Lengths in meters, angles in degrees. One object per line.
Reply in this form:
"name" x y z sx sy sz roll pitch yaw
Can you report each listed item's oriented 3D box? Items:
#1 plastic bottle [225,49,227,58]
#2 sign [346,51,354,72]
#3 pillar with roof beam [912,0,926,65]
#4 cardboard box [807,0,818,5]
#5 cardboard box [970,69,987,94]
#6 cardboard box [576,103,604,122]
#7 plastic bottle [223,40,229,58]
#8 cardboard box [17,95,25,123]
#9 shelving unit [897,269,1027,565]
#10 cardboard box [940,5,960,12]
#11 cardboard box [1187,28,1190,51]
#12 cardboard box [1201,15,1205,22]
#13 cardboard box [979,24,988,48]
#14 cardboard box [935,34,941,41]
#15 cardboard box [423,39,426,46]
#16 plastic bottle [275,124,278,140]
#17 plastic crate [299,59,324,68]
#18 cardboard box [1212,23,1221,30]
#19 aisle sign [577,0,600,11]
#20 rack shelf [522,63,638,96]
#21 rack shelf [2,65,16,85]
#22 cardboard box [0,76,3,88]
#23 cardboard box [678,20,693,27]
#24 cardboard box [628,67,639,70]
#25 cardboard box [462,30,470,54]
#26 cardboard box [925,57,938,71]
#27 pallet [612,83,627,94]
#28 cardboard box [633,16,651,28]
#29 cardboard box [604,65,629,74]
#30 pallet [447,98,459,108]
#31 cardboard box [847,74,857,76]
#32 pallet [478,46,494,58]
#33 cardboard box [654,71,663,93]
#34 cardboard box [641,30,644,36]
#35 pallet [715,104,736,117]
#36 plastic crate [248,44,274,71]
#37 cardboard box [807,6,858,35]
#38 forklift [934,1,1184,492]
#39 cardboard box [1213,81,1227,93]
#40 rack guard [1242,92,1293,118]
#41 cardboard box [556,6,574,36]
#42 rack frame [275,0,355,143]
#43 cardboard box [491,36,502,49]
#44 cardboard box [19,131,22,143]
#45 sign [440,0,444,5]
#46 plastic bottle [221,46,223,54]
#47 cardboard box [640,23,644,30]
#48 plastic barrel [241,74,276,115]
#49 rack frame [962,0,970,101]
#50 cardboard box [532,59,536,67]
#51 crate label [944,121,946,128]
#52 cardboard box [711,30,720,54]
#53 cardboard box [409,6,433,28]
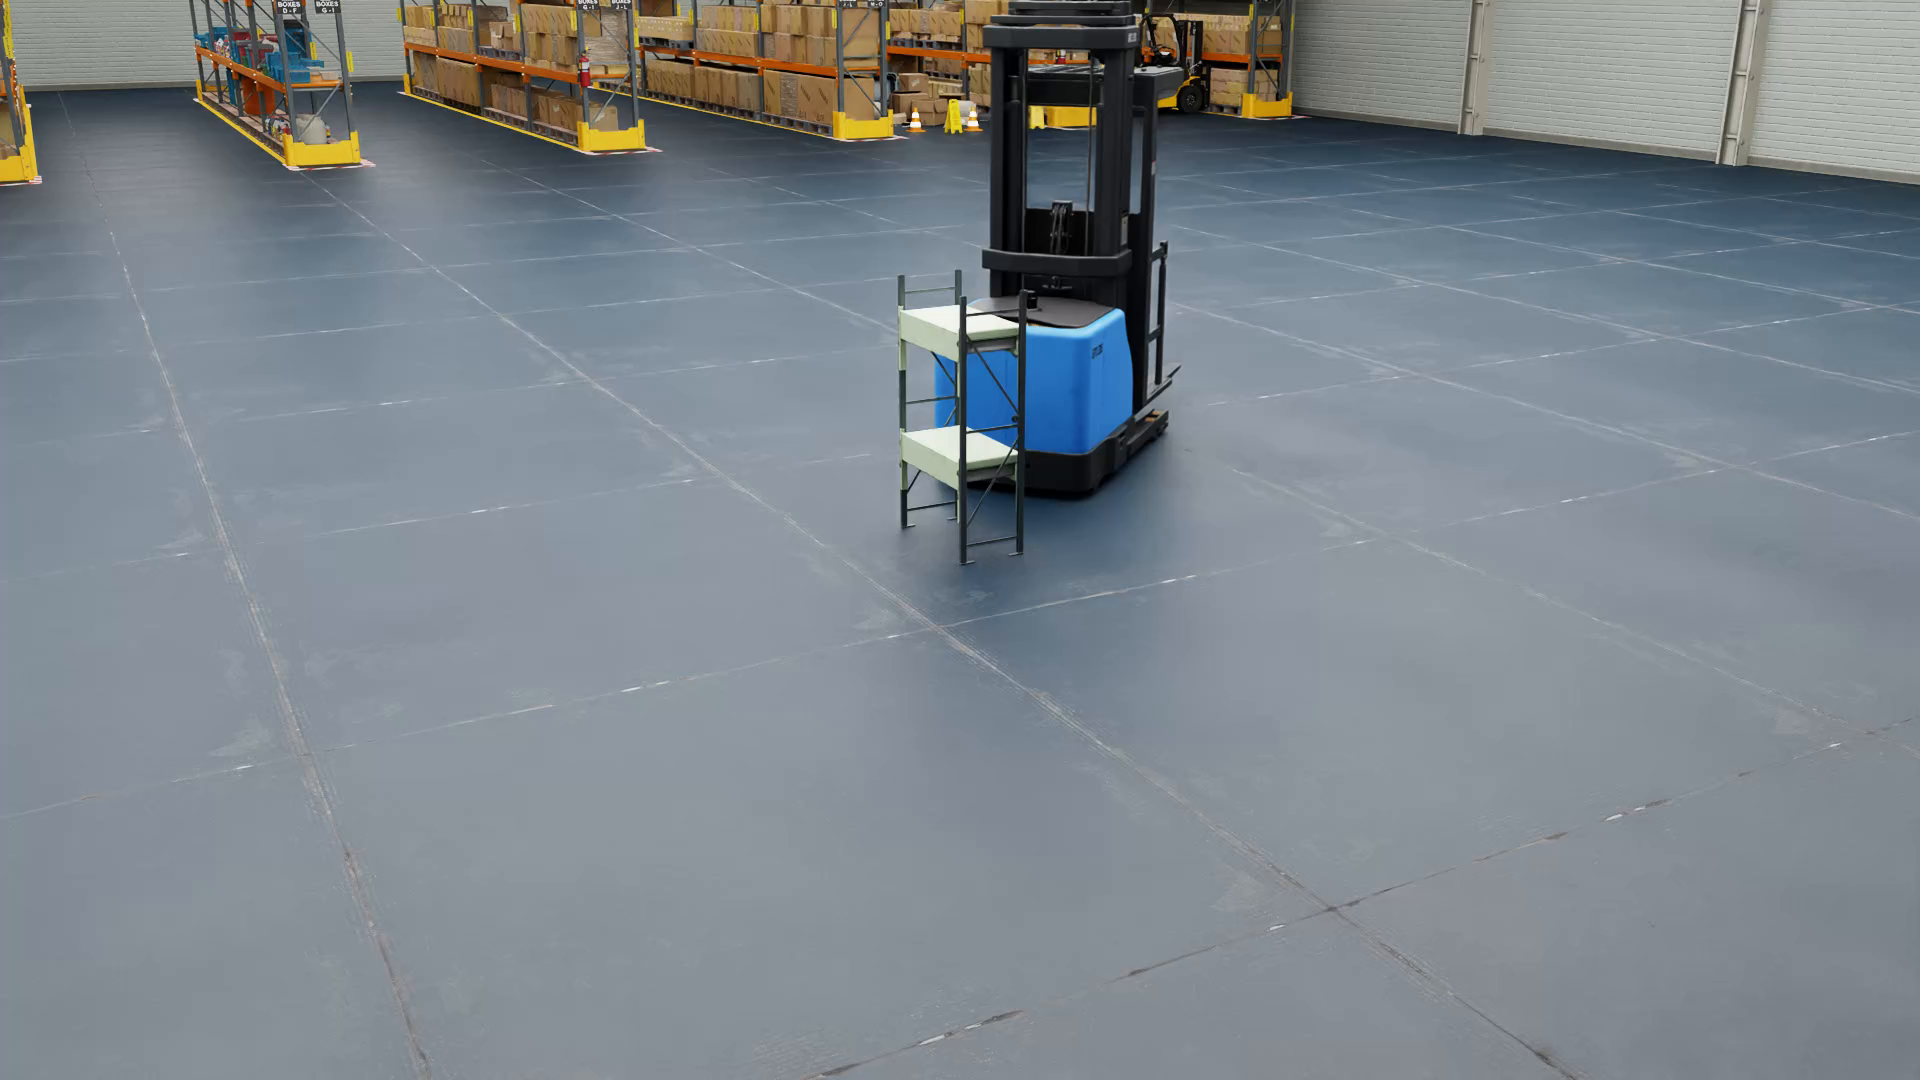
"plastic bottle" -15.497 -10.309 35.213 0.097 0.201 0.097 0 19 0
"sign" -10.173 -7.973 27.715 0.100 0.325 0.005 -10 21 -27
"pillar with roof beam" -5.086 -18.506 49.467 9.100 9.000 0.400 -10 21 -27
"cardboard box" -3.744 -14.118 44.261 0.500 0.500 0.500 -10 21 -27
"cardboard box" 0.564 -10.251 37.162 0.500 0.500 0.500 -9 21 -24
"cardboard box" -6.896 -7.891 31.088 0.500 0.500 0.500 -4 20 -12
"plastic bottle" -15.607 -10.462 35.427 0.144 0.351 0.185 -10 21 -27
"cardboard box" -18.784 -8.490 32.795 0.500 0.500 0.500 -9 21 -24
"shelving unit" 0.003 -0.707 9.381 0.431 1.500 0.755 -10 21 -27
"cardboard box" -0.235 -12.195 38.127 0.380 0.149 0.250 -11 22 -28
"cardboard box" 5.373 -11.566 38.398 0.500 0.500 0.500 -10 22 -27
"cardboard box" 5.699 -11.835 37.726 0.380 0.149 0.250 -10 21 -26
"cardboard box" 0.744 -11.087 36.553 0.500 0.500 0.500 -10 21 -27
"cardboard box" -0.353 -11.613 38.429 0.380 0.149 0.250 -10 21 -26
"cardboard box" -12.921 -12.184 40.727 0.380 0.149 0.250 -10 21 -26
"plastic bottle" -12.078 -7.255 29.558 0.152 0.276 0.135 -11 22 -28
"plastic crate" -11.794 -8.561 30.070 0.499 0.251 0.616 -10 21 -27
"cardboard box" 5.884 -11.535 37.315 0.380 0.149 0.250 -11 22 -28
"aisle sign" -6.535 -9.690 29.130 0.394 0.787 0.004 -10 21 -27
"rack shelf" -7.250 -8.760 31.521 1.077 0.370 4.000 -10 21 -27
"rack shelf" -17.869 -8.375 30.405 1.077 0.370 4.000 -10 21 -27
"cardboard box" -15.484 -7.325 26.109 0.700 0.500 0.500 -9 21 -25
"cardboard box" -6.322 -11.992 38.615 0.380 0.149 0.250 -11 22 -29
"cardboard box" -8.529 -12.191 43.178 0.380 0.149 0.250 -11 22 -29
"cardboard box" -10.783 -11.117 37.096 0.500 0.500 0.500 -10 22 -27
"cardboard box" -0.603 -14.252 49.518 0.797 0.503 0.637 -11 22 -29
"pallet" -8.519 -11.929 43.879 1.003 0.211 1.213 -10 21 -27
"cardboard box" -8.064 -12.993 42.076 0.500 0.500 0.500 -10 21 -27
"cardboard box" -6.226 -8.526 30.125 0.380 0.149 0.250 -10 21 -27
"pallet" -11.566 -10.442 39.570 1.003 0.211 1.213 -10 21 -27
"cardboard box" -2.476 -12.276 43.222 0.875 0.875 0.875 -9 21 -25
"pallet" -9.667 -10.543 35.882 1.213 0.211 1.003 -10 21 -27
"cardboard box" -7.215 -11.322 41.032 0.500 0.500 0.500 -9 21 -24
"cardboard box" -7.666 -12.526 41.076 0.380 0.149 0.250 -10 21 -26
"pallet" -4.803 -9.655 37.289 1.003 0.211 1.213 -10 21 -27
"plastic crate" -13.058 -9.028 31.099 0.402 0.464 0.583 -10 21 -27
"cardboard box" -2.518 -10.284 32.951 0.875 0.550 0.550 -10 21 -27
"forklift" 0.840 -2.124 11.293 1.130 2.935 3.031 7 20 20
"cardboard box" 6.053 -10.202 37.405 0.500 0.250 0.500 -10 22 -27
"rack guard" 6.799 -9.642 36.807 1.175 0.500 0.348 -10 21 -27
"cardboard box" -7.021 -9.448 30.272 0.500 0.500 0.500 -10 21 -27
"rack frame" -10.659 -7.758 27.517 1.000 3.000 0.127 -10 21 -27
"cardboard box" -9.506 -10.433 34.854 0.500 0.250 0.500 -11 22 -28
"cardboard box" -16.507 -6.940 28.716 0.500 0.250 0.500 -10 21 -27
"sign" -13.414 -13.858 43.055 0.100 0.325 0.005 -10 21 -27
"plastic bottle" -15.846 -10.553 35.812 0.097 0.271 0.097 0 19 0
"cardboard box" -7.678 -12.672 41.041 0.380 0.149 0.250 -10 22 -28
"plastic barrel" -14.705 -9.365 34.857 0.600 0.830 0.708 -10 21 -27
"rack frame" 0.522 -11.209 37.516 1.000 3.000 0.127 -10 21 -27
"cardboard box" -8.112 -9.305 32.385 0.380 0.149 0.250 -10 21 -27
"crate label" -0.161 -8.577 34.279 0.298 0.136 0.250 11 22 30
"cardboard box" -5.227 -11.148 37.185 0.500 0.500 0.500 -10 21 -27
"cardboard box" -13.419 -13.072 41.540 0.500 0.500 0.500 -11 22 -28
